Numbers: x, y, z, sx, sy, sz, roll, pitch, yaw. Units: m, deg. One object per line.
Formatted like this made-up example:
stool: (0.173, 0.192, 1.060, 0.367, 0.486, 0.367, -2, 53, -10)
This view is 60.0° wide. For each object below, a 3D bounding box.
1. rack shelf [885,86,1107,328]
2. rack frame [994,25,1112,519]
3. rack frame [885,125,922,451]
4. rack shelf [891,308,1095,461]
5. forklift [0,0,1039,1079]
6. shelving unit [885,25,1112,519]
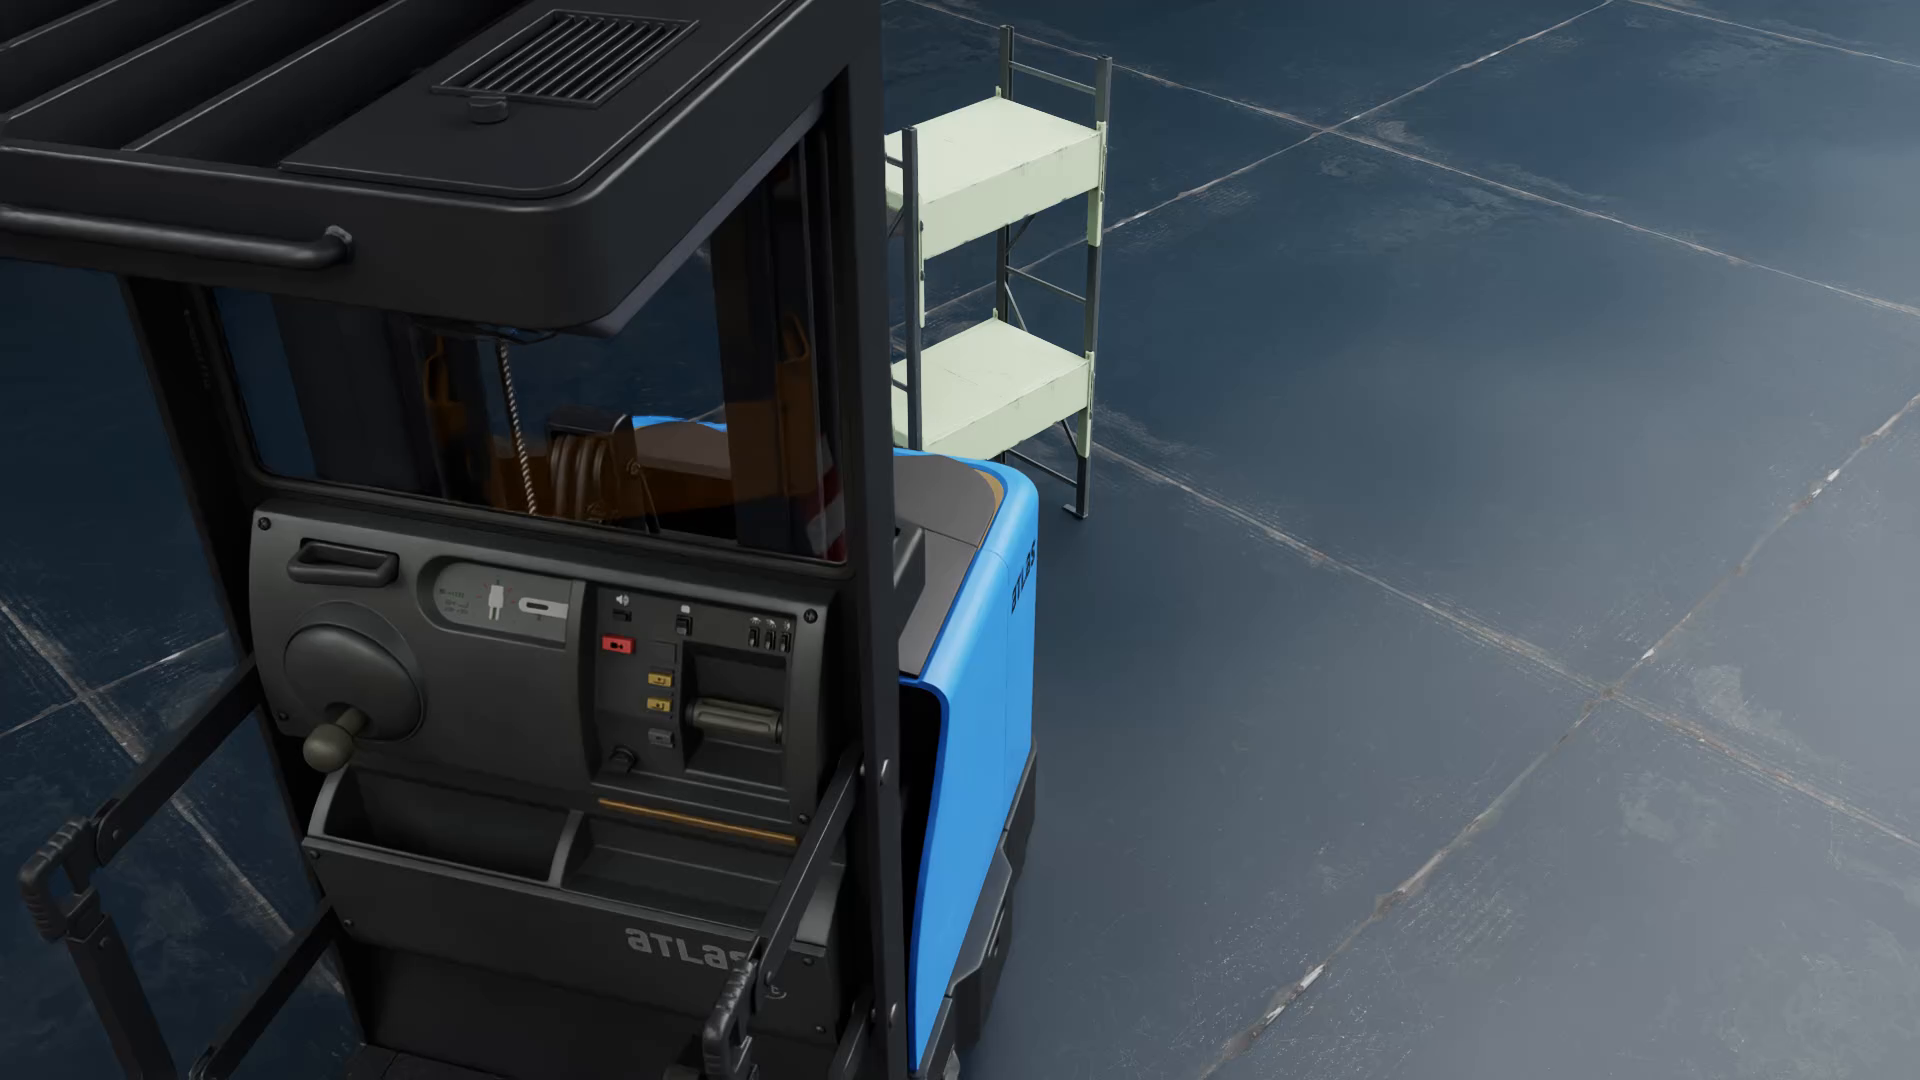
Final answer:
rack shelf: (0.005, -0.938, 4.602, 0.431, 0.370, 0.720, 30, 45, 35)
rack frame: (0.263, -0.766, 5.038, 0.400, 1.500, 0.023, 30, 45, 35)
rack frame: (-0.253, -0.469, 4.612, 0.400, 1.500, 0.023, 30, 45, 35)
rack shelf: (0.005, -0.350, 5.011, 0.431, 0.370, 0.720, 30, 45, 35)
forklift: (-0.696, 0.259, 2.317, 1.130, 2.935, 3.031, 9, 36, 12)
shelving unit: (0.005, -0.618, 4.825, 0.431, 1.500, 0.755, 30, 45, 35)
